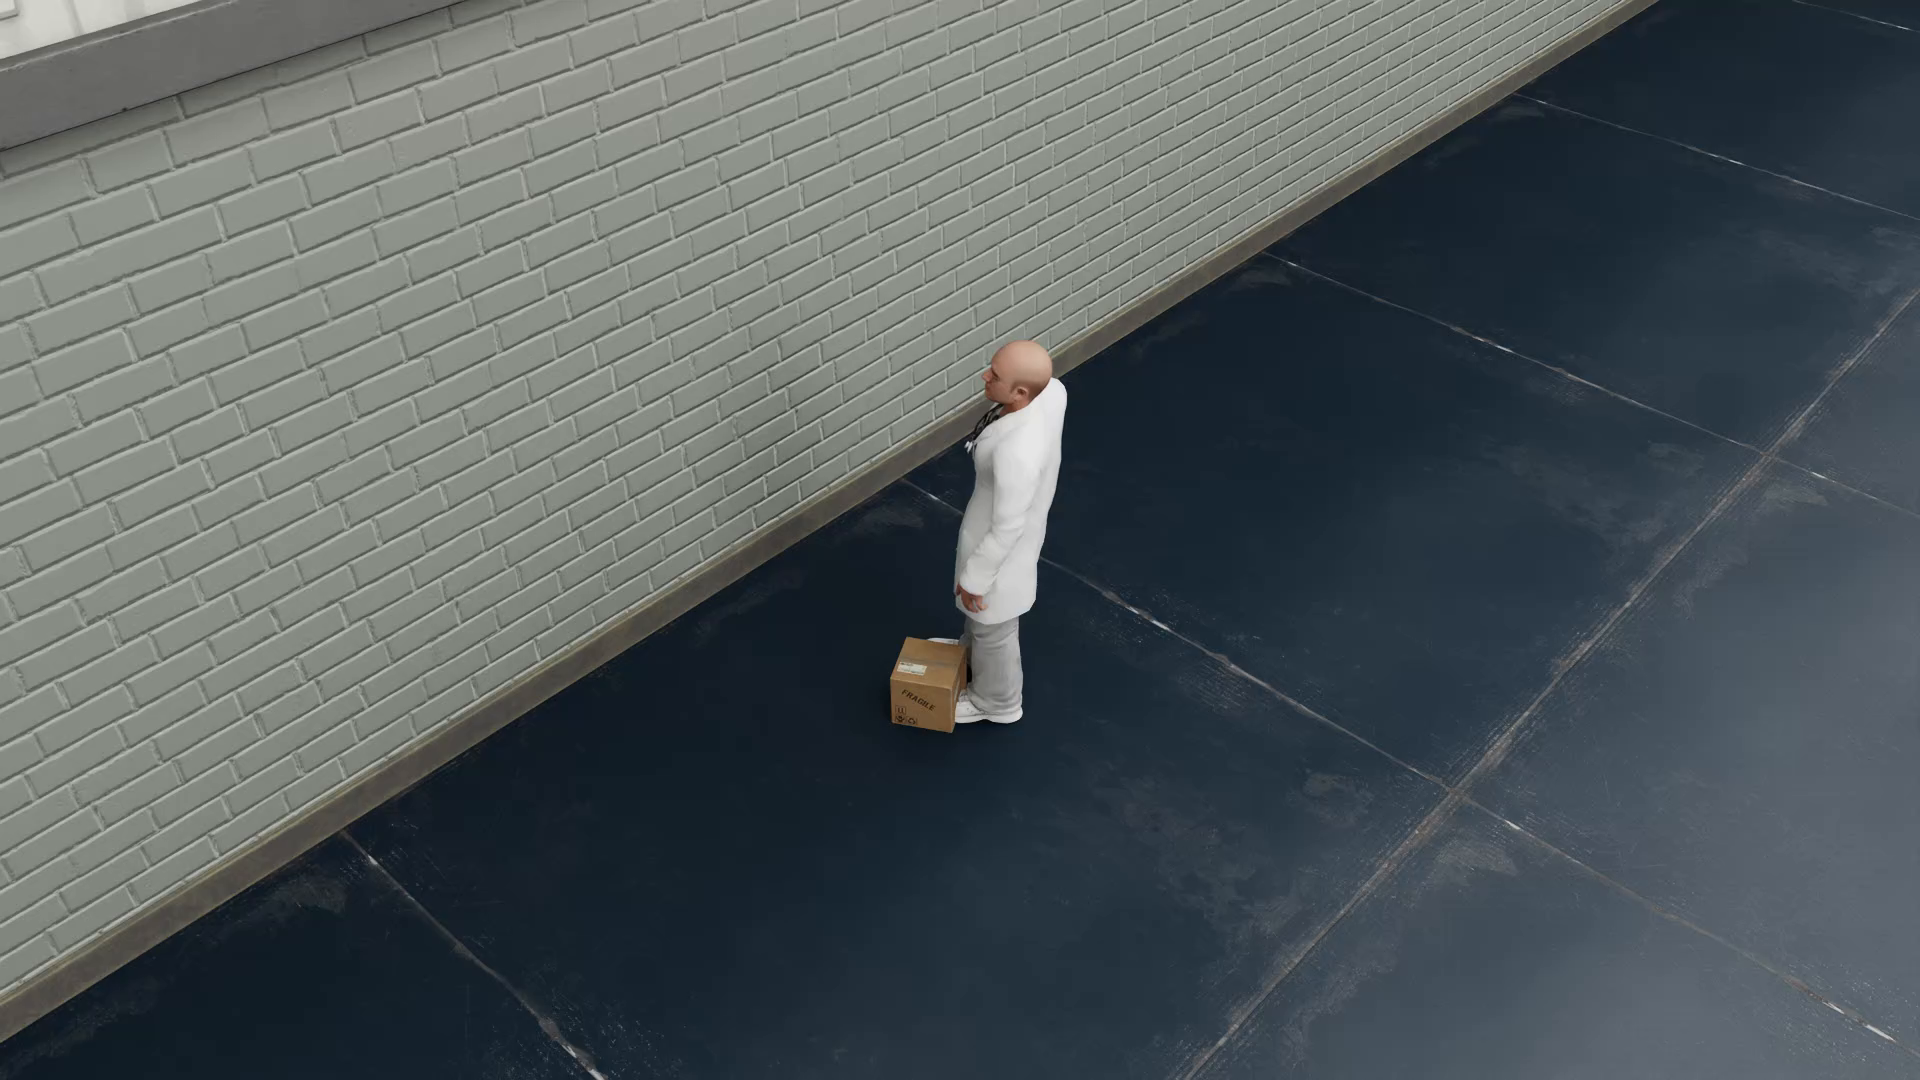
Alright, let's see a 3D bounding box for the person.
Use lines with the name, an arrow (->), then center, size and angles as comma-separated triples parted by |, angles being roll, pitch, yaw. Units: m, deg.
person -> 0.061, -0.011, 6.166 | 0.578, 1.779, 0.698 | 9, 40, 11
